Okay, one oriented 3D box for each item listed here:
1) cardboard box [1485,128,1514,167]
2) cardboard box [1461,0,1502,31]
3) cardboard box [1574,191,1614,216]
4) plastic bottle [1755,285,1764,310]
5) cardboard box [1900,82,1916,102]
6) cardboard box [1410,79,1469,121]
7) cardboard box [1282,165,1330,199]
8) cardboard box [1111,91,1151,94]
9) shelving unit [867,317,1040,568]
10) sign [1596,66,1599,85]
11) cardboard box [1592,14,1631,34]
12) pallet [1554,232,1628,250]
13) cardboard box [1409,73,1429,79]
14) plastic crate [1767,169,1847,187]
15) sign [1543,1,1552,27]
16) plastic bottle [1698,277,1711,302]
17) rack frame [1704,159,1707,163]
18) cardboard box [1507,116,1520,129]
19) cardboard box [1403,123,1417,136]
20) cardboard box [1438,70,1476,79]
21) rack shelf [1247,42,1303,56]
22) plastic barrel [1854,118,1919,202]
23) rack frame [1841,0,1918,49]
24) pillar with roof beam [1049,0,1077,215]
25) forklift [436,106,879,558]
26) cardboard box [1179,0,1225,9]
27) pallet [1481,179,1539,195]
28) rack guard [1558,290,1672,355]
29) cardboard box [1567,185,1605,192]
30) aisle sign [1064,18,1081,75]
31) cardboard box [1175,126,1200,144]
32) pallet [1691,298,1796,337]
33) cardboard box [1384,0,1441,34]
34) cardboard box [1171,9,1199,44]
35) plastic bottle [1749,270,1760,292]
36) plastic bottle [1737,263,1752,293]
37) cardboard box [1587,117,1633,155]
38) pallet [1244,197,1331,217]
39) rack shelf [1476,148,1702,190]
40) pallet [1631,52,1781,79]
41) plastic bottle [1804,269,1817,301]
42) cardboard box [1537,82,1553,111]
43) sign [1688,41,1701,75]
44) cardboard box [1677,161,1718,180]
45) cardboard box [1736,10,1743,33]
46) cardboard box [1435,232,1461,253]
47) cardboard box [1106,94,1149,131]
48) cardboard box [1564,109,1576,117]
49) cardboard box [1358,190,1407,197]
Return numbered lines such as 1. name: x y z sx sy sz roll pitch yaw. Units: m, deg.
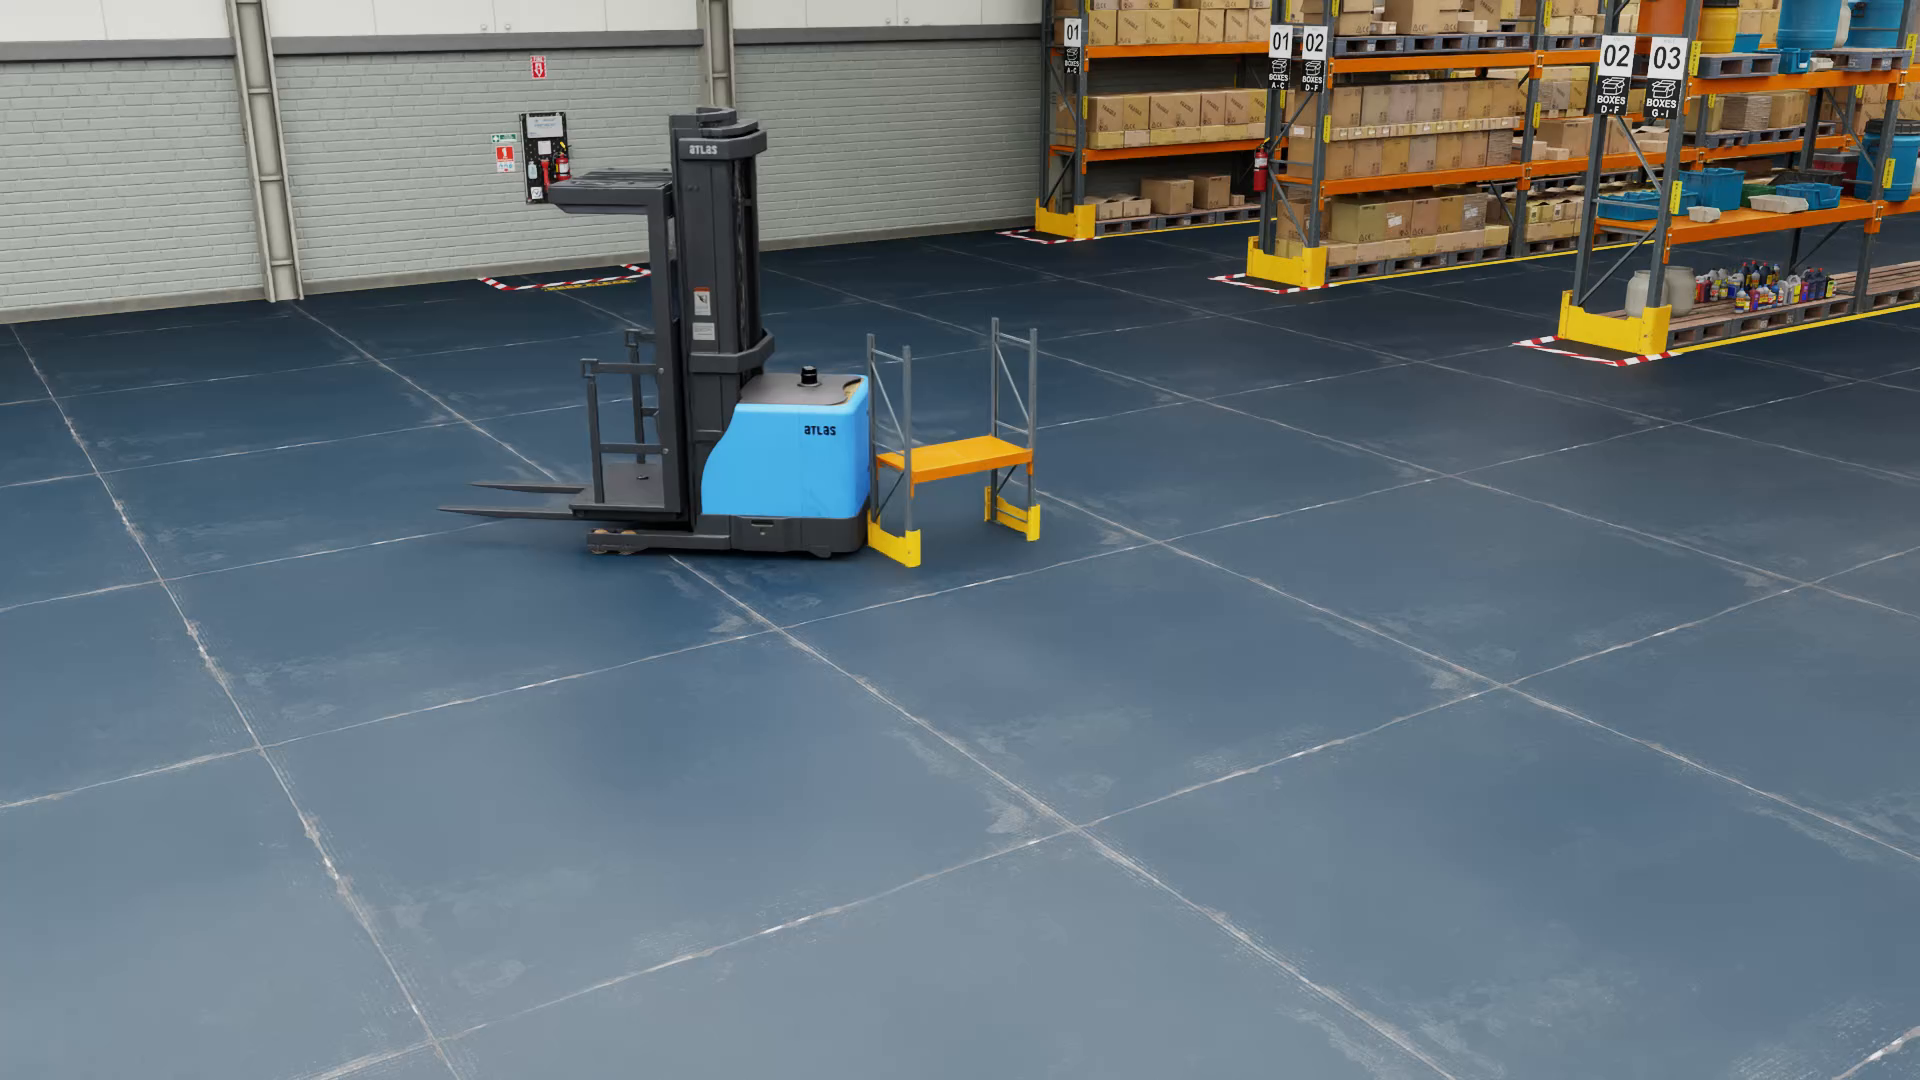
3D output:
1. cardboard box: 7.260 -5.512 23.211 0.500 0.500 0.700 -13 22 -33
2. cardboard box: 7.061 -7.260 22.823 0.500 0.500 0.500 -10 21 -27
3. cardboard box: 9.392 -4.984 24.566 0.500 0.311 0.500 -11 22 -30
4. plastic bottle: 8.979 -2.727 18.701 0.097 0.271 0.097 0 19 0
5. cardboard box: 15.717 -7.664 28.014 0.500 0.500 0.500 -13 22 -33
6. cardboard box: 6.420 -5.950 22.478 0.500 0.500 0.700 -12 22 -31
7. cardboard box: 5.909 -6.132 28.416 0.500 0.500 0.700 -12 22 -32
8. cardboard box: 2.690 -6.777 26.138 0.500 0.500 0.500 -13 22 -33
9. shelving unit: -0.042 -0.697 11.464 1.083 1.500 0.587 -12 22 -32
10. sign: 11.887 -8.646 30.951 0.005 0.325 0.100 -12 22 -31
11. cardboard box: 9.257 -7.414 23.887 0.500 0.250 0.500 -14 23 -36
12. pallet: 9.240 -4.580 24.964 1.213 0.211 1.003 -12 22 -31
13. cardboard box: 7.968 -8.068 29.070 0.250 0.149 0.380 -16 24 -38
14. plastic crate: 9.841 -4.132 19.380 0.504 0.338 0.767 -12 22 -31
15. sign: 7.933 -7.100 22.449 0.005 0.325 0.100 -12 22 -31
16. plastic bottle: 8.584 -2.886 19.152 0.133 0.283 0.061 -12 22 -31
17. rack frame: 14.921 -8.983 33.632 0.127 3.000 1.000 -12 22 -31
18. cardboard box: 7.517 -5.794 23.032 0.250 0.149 0.380 -12 22 -31
19. cardboard box: 5.807 -5.434 21.966 0.250 0.149 0.380 -12 22 -32
20. cardboard box: 8.785 -8.143 29.325 0.500 0.250 0.500 -11 22 -30
21. rack shelf: 6.570 -8.302 28.057 4.000 0.370 1.077 -12 22 -31
22. plastic barrel: 10.837 -4.444 19.423 0.708 0.901 0.600 -12 22 -31
23. rack frame: 10.348 -7.061 18.581 0.127 3.000 1.000 -12 22 -31
24. pillar with roof beam: 4.035 -8.210 21.978 0.400 9.000 9.100 -12 22 -31
25. forklift: -2.147 -1.451 11.459 3.031 2.935 1.130 2 19 6
26. cardboard box: 3.747 -8.466 25.671 0.500 0.500 0.500 -13 23 -33
27. pallet: 9.958 -6.585 30.894 1.213 0.211 1.003 -12 22 -31
28. rack guard: 7.045 -2.357 17.935 0.348 0.500 1.175 -12 22 -31
29. cardboard box: 9.507 -5.214 25.245 0.500 0.311 0.500 -13 22 -33
30. aisle sign: 1.663 -7.303 24.605 0.004 0.787 0.394 -12 22 -31
31. cardboard box: 3.419 -6.376 26.124 0.500 0.250 0.500 -12 22 -31
32. pallet: 8.744 -2.575 19.032 1.213 0.211 1.003 -12 22 -31
33. cardboard box: 5.823 -6.793 21.442 0.500 0.500 0.500 -12 22 -31
34. cardboard box: 3.311 -7.912 25.594 0.500 0.500 0.500 -10 21 -28
35. plastic bottle: 9.391 -3.046 19.645 0.097 0.271 0.097 0 19 0
36. plastic bottle: 9.288 -3.108 19.705 0.185 0.351 0.144 -13 23 -34
37. cardboard box: 9.575 -5.997 24.644 0.500 0.500 0.500 -13 23 -34
38. pallet: 5.549 -5.686 28.234 1.213 0.211 1.003 -12 22 -31
39. rack shelf: 9.297 -5.556 24.620 4.000 0.370 1.077 -12 22 -31
40. pallet: 7.752 -4.966 17.361 1.213 0.211 1.003 -12 22 -31
41. plastic bottle: 9.808 -2.949 19.232 0.185 0.351 0.144 -13 23 -34
42. cardboard box: 10.489 -8.149 30.513 0.500 0.500 0.500 -12 22 -31
43. sign: 7.306 -4.792 16.538 0.005 0.325 0.100 -12 22 -31
44. cardboard box: 11.664 -5.868 26.462 0.500 0.250 0.500 -11 22 -29
45. cardboard box: 11.313 -7.804 25.304 0.500 0.500 0.910 -12 22 -31
46. cardboard box: 6.527 -4.124 22.897 0.500 0.250 0.500 -12 22 -31
47. cardboard box: 2.541 -6.546 25.457 0.500 0.500 0.500 -12 22 -31
48. cardboard box: 11.256 -7.983 31.035 0.250 0.149 0.380 -11 22 -30
49. cardboard box: 5.816 -4.534 22.939 0.500 0.500 0.500 -12 22 -31
